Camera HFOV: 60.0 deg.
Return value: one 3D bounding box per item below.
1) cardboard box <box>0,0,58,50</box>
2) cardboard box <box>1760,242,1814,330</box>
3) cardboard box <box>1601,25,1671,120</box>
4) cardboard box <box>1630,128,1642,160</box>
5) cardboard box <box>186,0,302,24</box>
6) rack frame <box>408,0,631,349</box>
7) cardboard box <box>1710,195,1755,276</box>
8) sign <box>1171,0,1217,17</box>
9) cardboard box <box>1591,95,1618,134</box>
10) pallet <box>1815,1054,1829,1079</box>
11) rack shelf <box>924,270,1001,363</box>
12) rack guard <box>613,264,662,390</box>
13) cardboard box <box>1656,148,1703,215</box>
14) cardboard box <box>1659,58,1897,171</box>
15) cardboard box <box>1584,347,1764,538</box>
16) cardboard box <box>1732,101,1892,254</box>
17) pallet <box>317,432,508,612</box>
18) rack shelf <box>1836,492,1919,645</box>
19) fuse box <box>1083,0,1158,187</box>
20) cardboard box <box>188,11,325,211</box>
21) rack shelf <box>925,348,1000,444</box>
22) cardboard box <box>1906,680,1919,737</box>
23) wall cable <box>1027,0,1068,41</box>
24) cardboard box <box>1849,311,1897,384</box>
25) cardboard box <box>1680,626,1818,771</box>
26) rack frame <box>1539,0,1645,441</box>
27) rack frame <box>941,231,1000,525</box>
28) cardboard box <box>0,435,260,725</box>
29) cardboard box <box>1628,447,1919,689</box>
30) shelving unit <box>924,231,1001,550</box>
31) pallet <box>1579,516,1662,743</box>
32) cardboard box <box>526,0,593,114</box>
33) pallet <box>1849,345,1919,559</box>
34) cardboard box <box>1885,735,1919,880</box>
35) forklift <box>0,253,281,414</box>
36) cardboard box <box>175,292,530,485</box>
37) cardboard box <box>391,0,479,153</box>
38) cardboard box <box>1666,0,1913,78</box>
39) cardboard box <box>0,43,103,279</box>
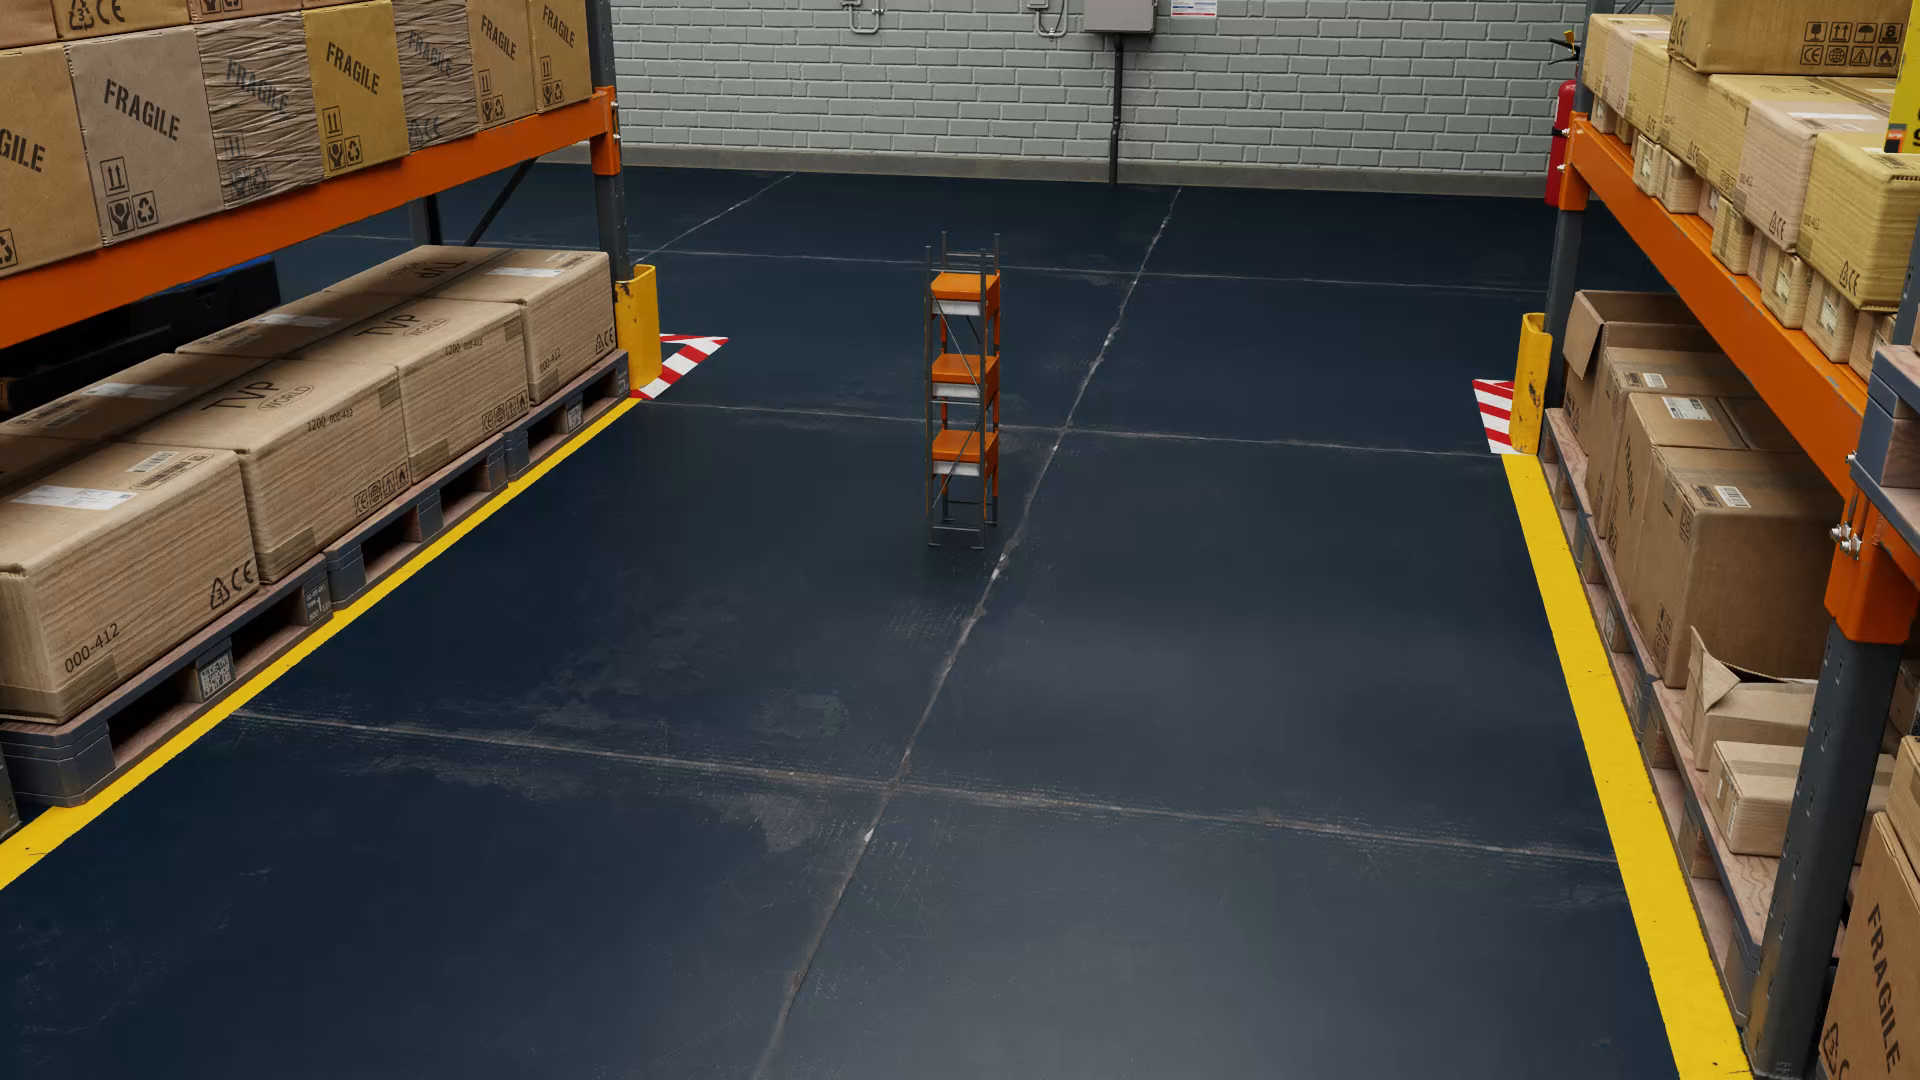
[{"bbox_3d":[-2.477,-1.366,3.757,0.500,0.500,0.500,5,22,11],"label":"cardboard box"},{"bbox_3d":[1.928,-0.536,3.505,0.380,0.149,0.250,5,22,12],"label":"cardboard box"},{"bbox_3d":[2.406,-1.524,5.426,0.500,0.250,0.500,5,22,11],"label":"cardboard box"},{"bbox_3d":[2.392,-1.287,5.370,0.380,0.149,0.250,5,23,13],"label":"cardboard box"},{"bbox_3d":[-2.252,-1.736,4.678,0.500,0.500,0.500,5,22,12],"label":"cardboard box"},{"bbox_3d":[-1.995,-2.163,7.208,1.000,3.000,0.127,4,22,11],"label":"rack frame"},{"bbox_3d":[2.033,-0.725,3.976,0.380,0.149,0.250,4,22,10],"label":"cardboard box"},{"bbox_3d":[1.685,-4.007,11.915,0.329,0.494,0.001,4,22,11],"label":"sign"},{"bbox_3d":[2.529,-1.570,6.073,0.380,0.149,0.250,4,22,11],"label":"cardboard box"},{"bbox_3d":[1.920,1.271,2.415,1.003,0.211,1.213,4,22,11],"label":"pallet"},{"bbox_3d":[0.011,-0.760,5.604,0.215,0.259,0.240,4,22,11],"label":"rack shelf"},{"bbox_3d":[-1.990,-1.012,7.697,1.175,0.500,0.348,4,22,11],"label":"rack guard"},{"bbox_3d":[2.184,-1.005,4.669,0.380,0.149,0.250,5,22,12],"label":"cardboard box"},{"bbox_3d":[2.222,-1.150,4.496,0.500,0.250,0.500,4,22,10],"label":"cardboard box"},{"bbox_3d":[2.435,-0.295,5.354,0.700,0.500,0.500,5,23,13],"label":"cardboard box"},{"bbox_3d":[2.002,-0.780,3.579,0.500,0.250,0.500,5,22,11],"label":"cardboard box"},{"bbox_3d":[-2.333,-0.126,5.884,1.003,0.211,1.213,4,22,11],"label":"pallet"},{"bbox_3d":[1.641,0.742,0.958,1.077,0.370,4.000,4,22,11],"label":"rack shelf"},{"bbox_3d":[1.160,-3.416,12.044,0.539,1.711,0.414,4,22,11],"label":"fuse box"},{"bbox_3d":[-2.245,-1.263,4.841,0.500,0.500,0.500,5,22,11],"label":"cardboard box"},{"bbox_3d":[0.011,-0.497,5.710,0.215,0.259,0.240,4,22,11],"label":"rack shelf"},{"bbox_3d":[2.415,0.506,3.619,0.500,0.311,0.500,5,23,13],"label":"cardboard box"},{"bbox_3d":[0.524,-4.594,11.885,0.588,1.984,0.122,4,22,11],"label":"wall cable"},{"bbox_3d":[1.867,-0.342,3.024,0.380,0.149,0.250,5,22,12],"label":"cardboard box"},{"bbox_3d":[1.948,0.394,3.958,0.396,0.266,0.258,5,23,13],"label":"cardboard box"},{"bbox_3d":[2.865,-1.786,6.272,1.000,3.000,0.127,4,22,11],"label":"rack frame"},{"bbox_3d":[0.036,-0.551,5.817,0.200,1.050,0.008,4,22,11],"label":"rack frame"},{"bbox_3d":[-2.578,0.072,4.526,0.875,0.438,0.875,4,22,10],"label":"cardboard box"},{"bbox_3d":[2.223,0.085,4.412,0.700,0.500,0.500,4,22,9],"label":"cardboard box"},{"bbox_3d":[0.011,-0.507,5.706,0.215,1.050,0.252,4,22,11],"label":"shelving unit"},{"bbox_3d":[2.437,0.272,4.896,1.003,0.211,1.213,4,22,11],"label":"pallet"},{"bbox_3d":[-1.834,-2.012,6.702,0.500,0.500,0.500,5,22,11],"label":"cardboard box"},{"bbox_3d":[1.779,0.050,1.971,1.003,0.211,1.213,4,22,11],"label":"pallet"},{"bbox_3d":[1.715,0.452,2.632,0.380,0.149,0.250,6,23,13],"label":"cardboard box"},{"bbox_3d":[-4.486,-2.068,7.066,1.130,2.935,3.031,7,23,16],"label":"forklift"},{"bbox_3d":[-2.210,-0.585,6.158,0.875,0.438,0.875,5,22,12],"label":"cardboard box"},{"bbox_3d":[-2.047,-1.641,5.780,0.500,0.500,0.500,5,22,12],"label":"cardboard box"},{"bbox_3d":[2.203,-1.508,4.381,0.500,0.500,0.500,5,22,12],"label":"cardboard box"},{"bbox_3d":[-2.459,-0.898,3.934,0.500,0.500,0.500,5,23,13],"label":"cardboard box"}]
